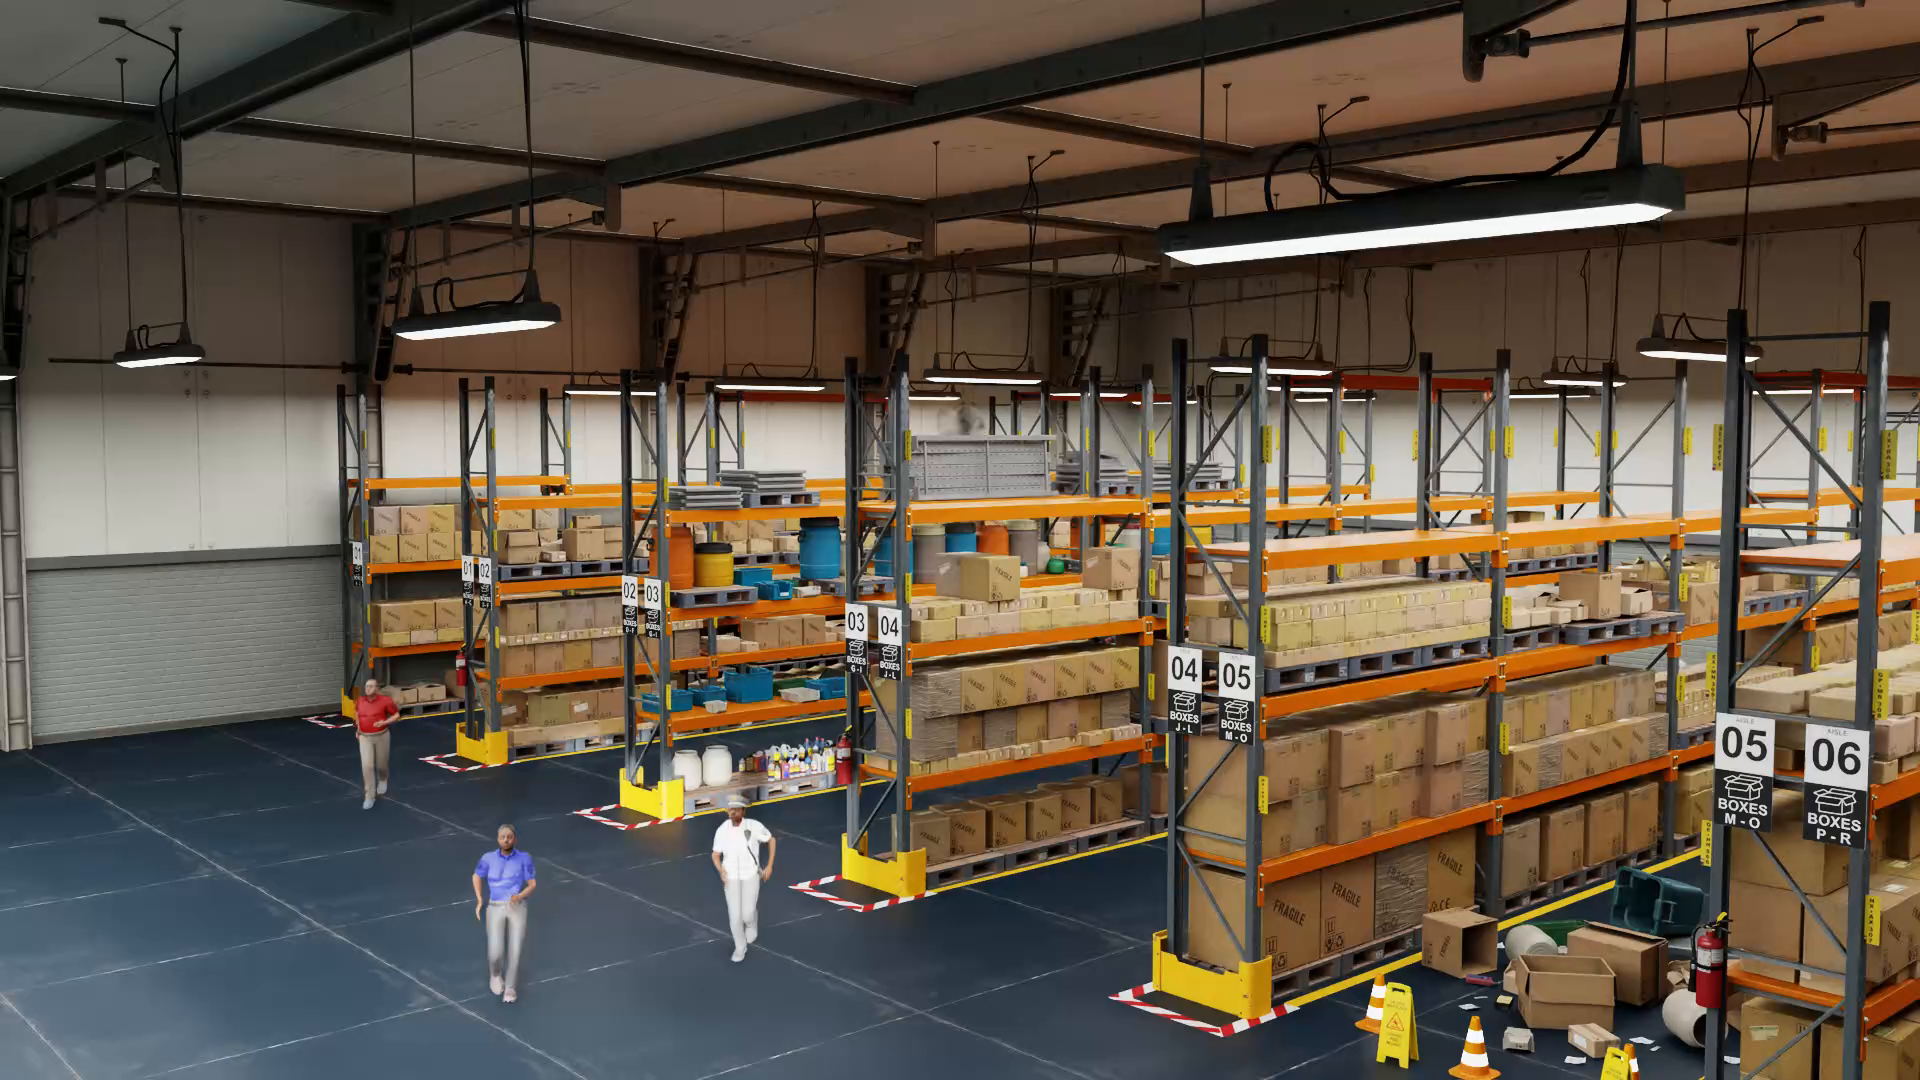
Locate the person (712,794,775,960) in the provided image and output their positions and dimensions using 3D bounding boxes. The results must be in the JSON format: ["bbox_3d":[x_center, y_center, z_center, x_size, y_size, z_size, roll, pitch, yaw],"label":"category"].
[{"bbox_3d":[-2.118,3.282,16.163,0.595,1.657,0.621,0,4,5],"label":"person"}]

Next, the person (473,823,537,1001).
[{"bbox_3d":[-4.088,3.374,14.951,0.560,1.603,0.576,-1,4,-16],"label":"person"}]

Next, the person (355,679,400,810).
[{"bbox_3d":[-8.111,2.784,23.108,0.647,1.734,0.888,0,4,-7],"label":"person"}]

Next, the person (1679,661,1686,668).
[{"bbox_3d":[11.137,2.668,25.443,0.715,1.716,1.001,3,5,43],"label":"person"}]
